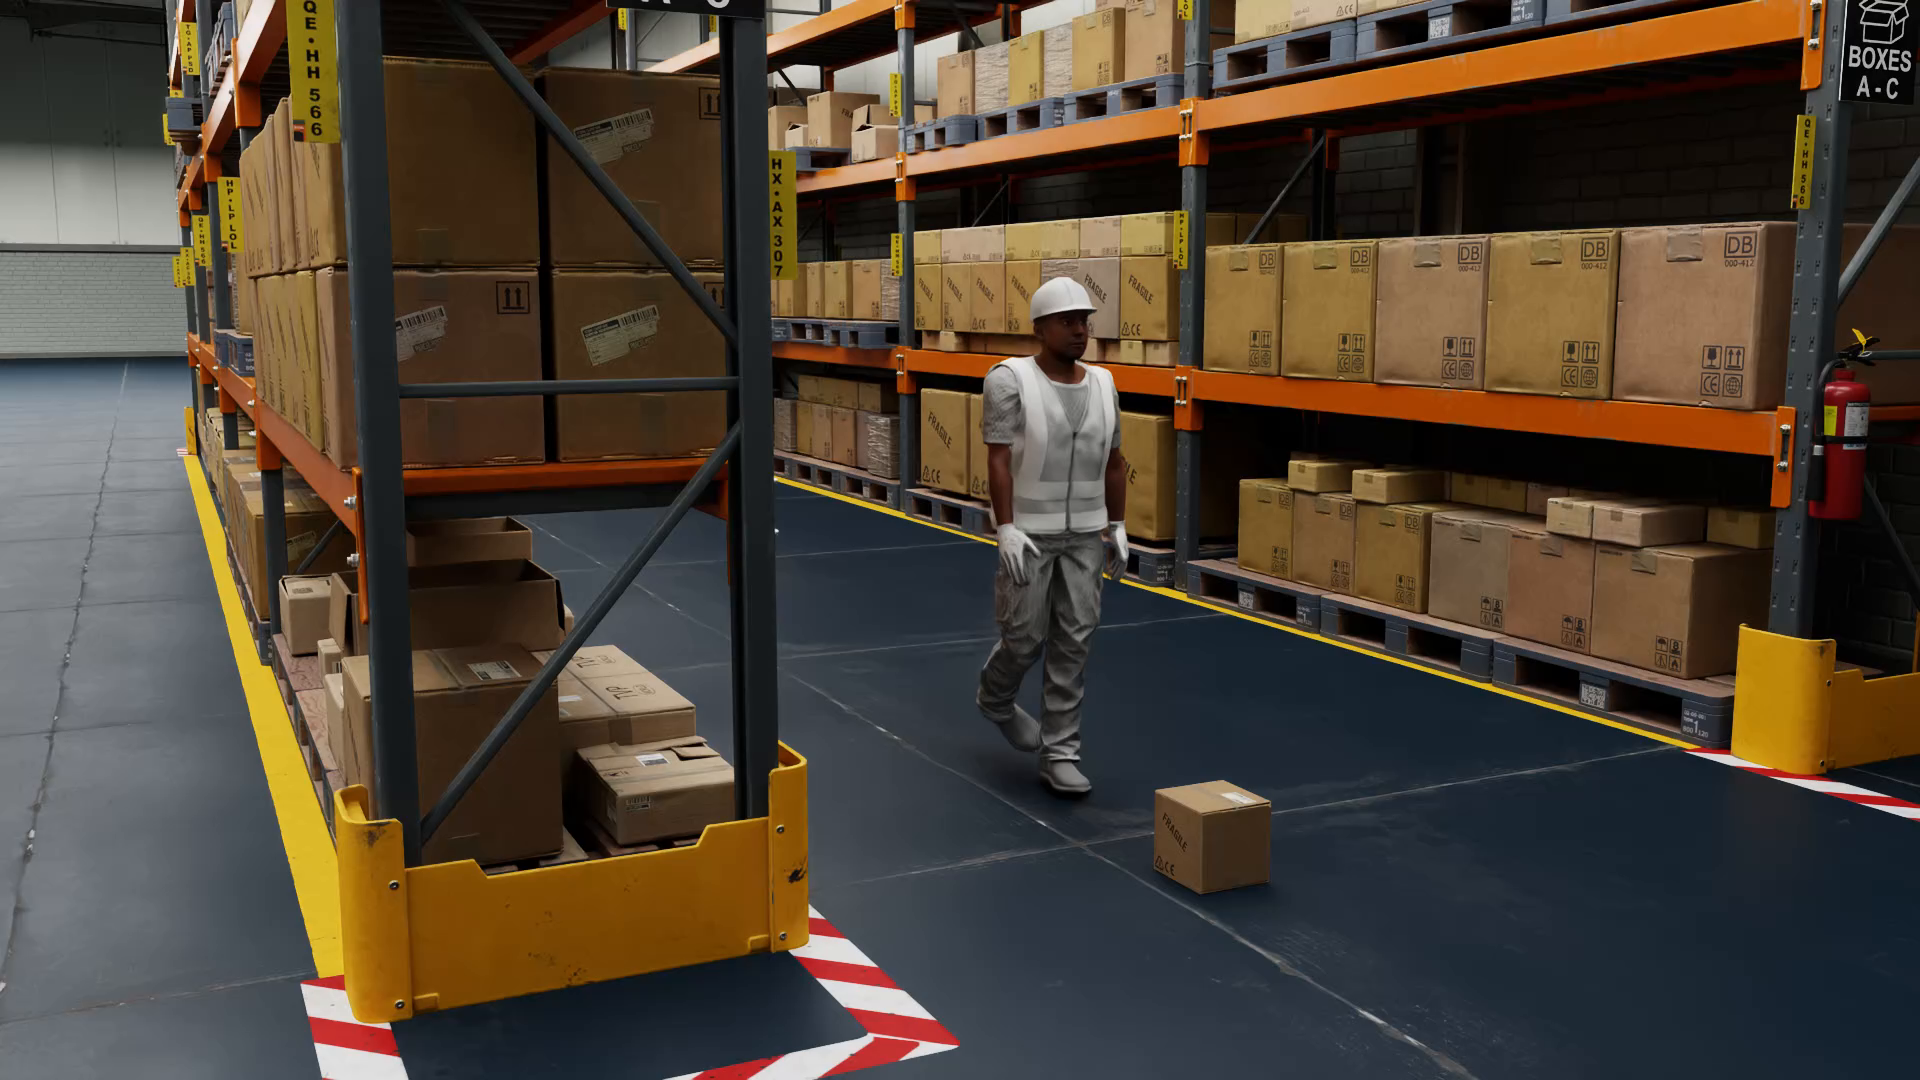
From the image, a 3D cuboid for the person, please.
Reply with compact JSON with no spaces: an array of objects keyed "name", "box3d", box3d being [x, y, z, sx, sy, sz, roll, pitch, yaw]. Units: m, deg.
[{"name":"person","box3d":[0.326,-0.028,5.908,0.573,1.784,0.646,-3,9,-22]}]
